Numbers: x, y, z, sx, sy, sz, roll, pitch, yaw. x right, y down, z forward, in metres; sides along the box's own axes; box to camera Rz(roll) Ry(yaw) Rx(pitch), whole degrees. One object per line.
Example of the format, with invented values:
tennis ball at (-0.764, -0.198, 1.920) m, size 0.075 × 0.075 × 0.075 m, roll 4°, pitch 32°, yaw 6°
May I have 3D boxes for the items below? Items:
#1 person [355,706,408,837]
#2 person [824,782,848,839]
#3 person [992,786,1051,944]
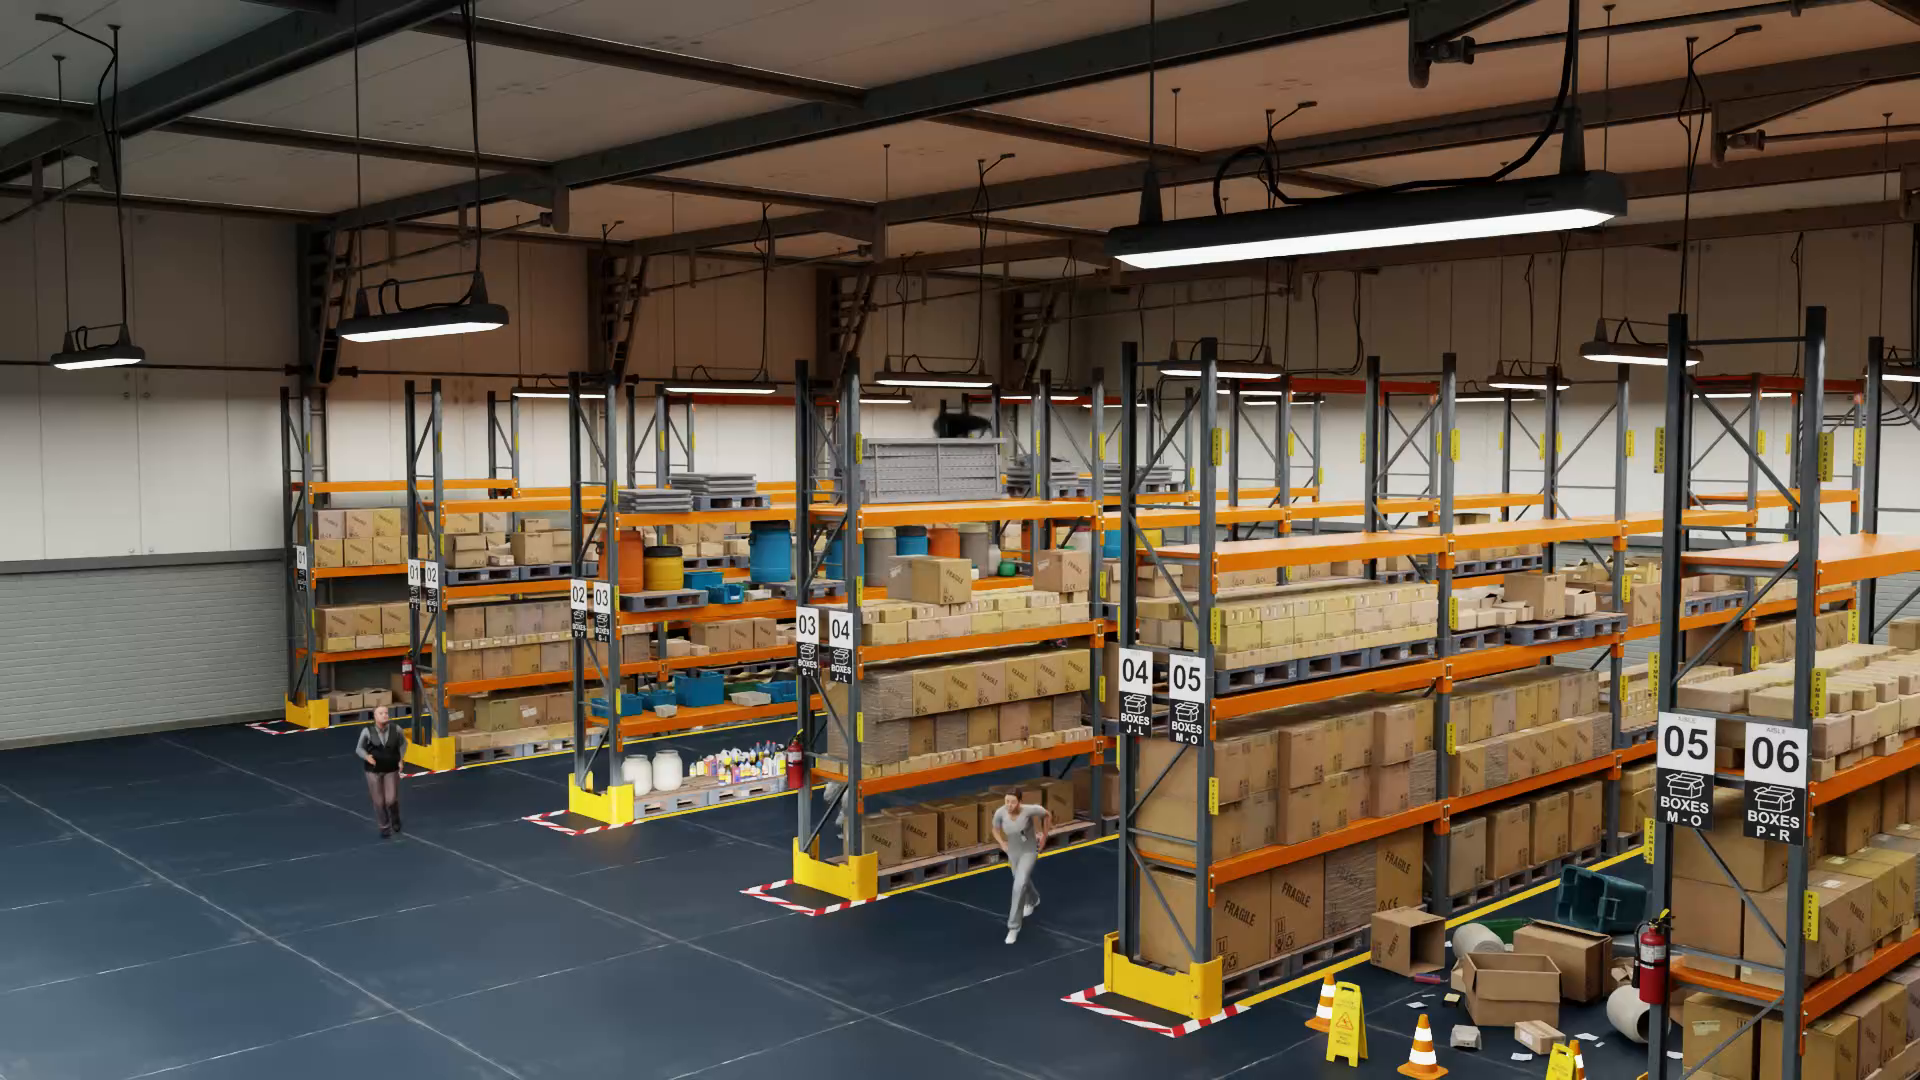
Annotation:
person at (-7.351, 2.963, 21.177) m, size 0.641 × 1.688 × 0.586 m, roll -1°, pitch 4°, yaw -21°
person at (-1.423, 2.957, 21.235) m, size 0.808 × 1.734 × 0.561 m, roll 3°, pitch 5°, yaw 44°
person at (0.670, 3.291, 17.253) m, size 0.606 × 1.626 × 0.961 m, roll 1°, pitch 4°, yaw 18°
